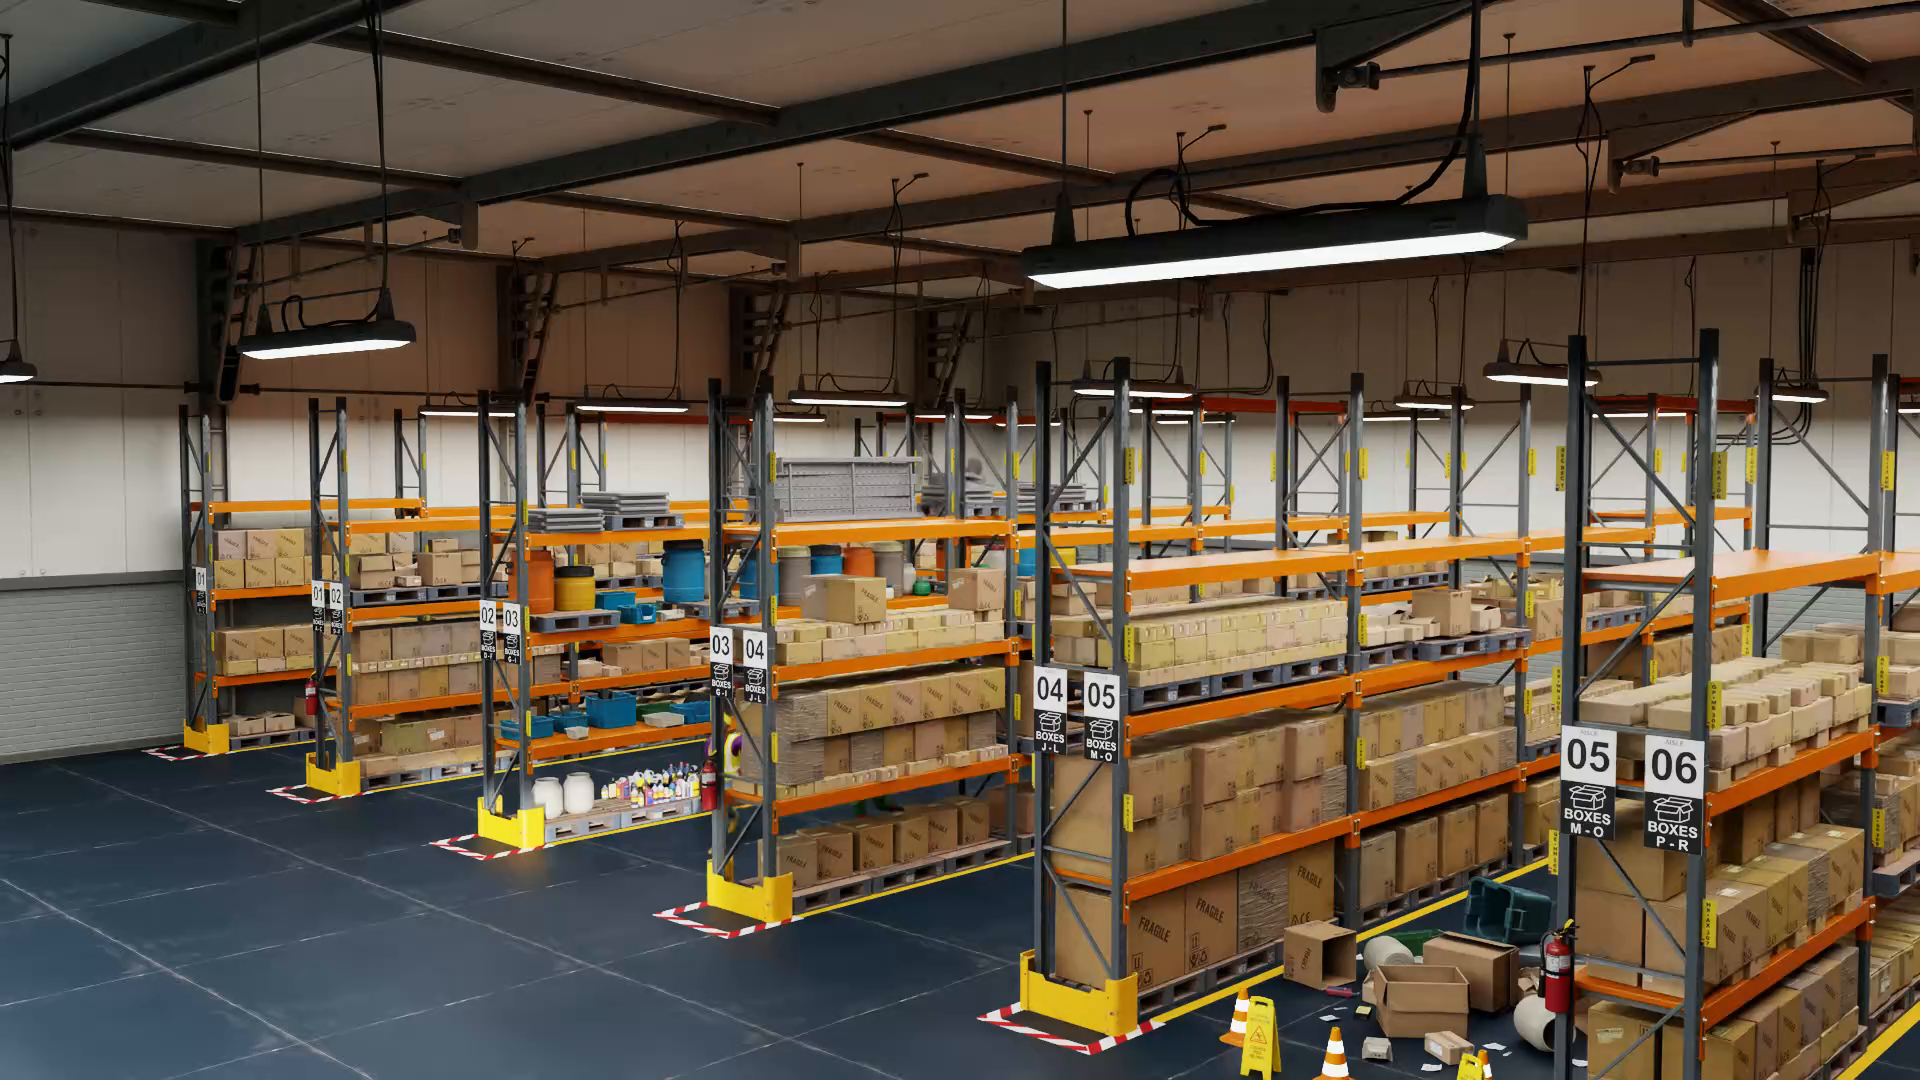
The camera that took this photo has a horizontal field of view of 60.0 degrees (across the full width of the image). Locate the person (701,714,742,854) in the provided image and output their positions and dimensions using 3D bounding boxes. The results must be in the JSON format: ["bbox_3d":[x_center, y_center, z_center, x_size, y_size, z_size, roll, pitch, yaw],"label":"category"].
[{"bbox_3d":[-3.046,3.144,21.761,0.709,1.766,0.934,1,3,26],"label":"person"}]

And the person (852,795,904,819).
[{"bbox_3d":[-1.115,3.158,22.046,0.950,1.780,0.670,-3,4,-44],"label":"person"}]
